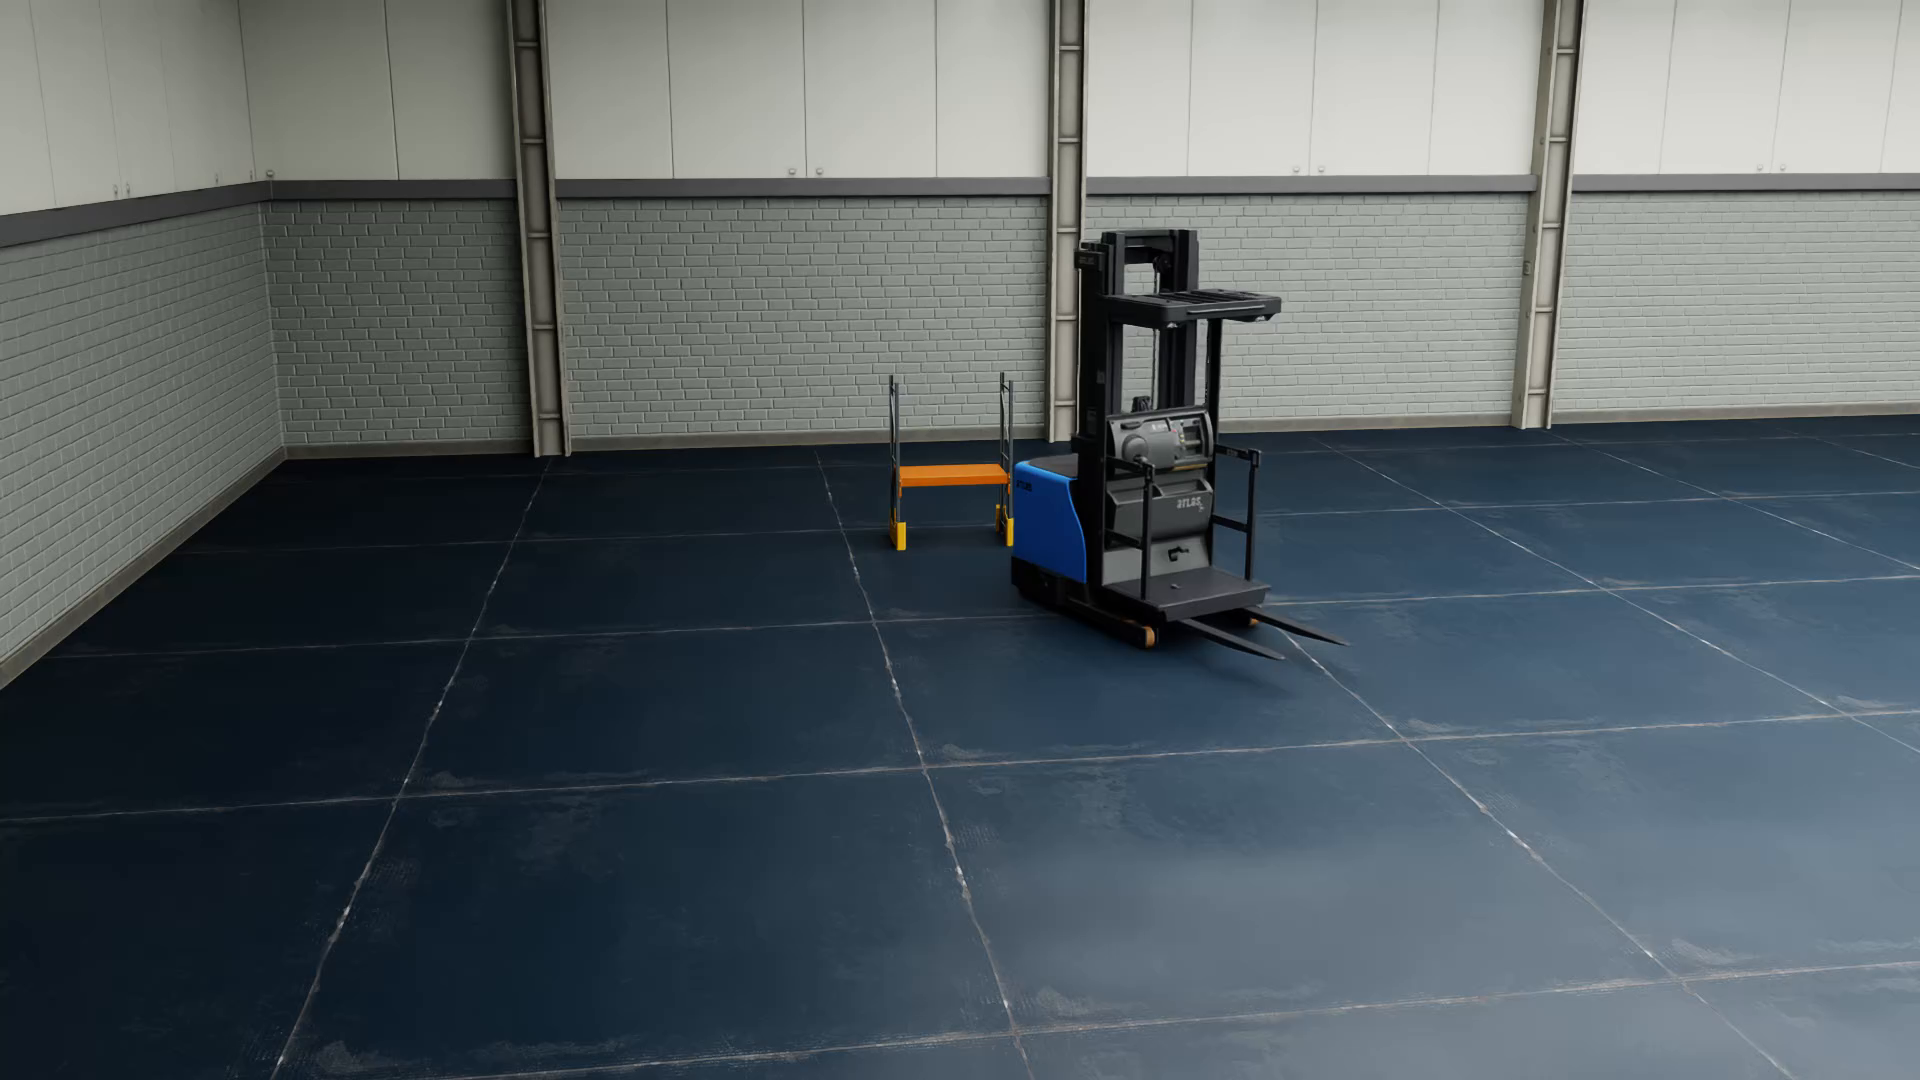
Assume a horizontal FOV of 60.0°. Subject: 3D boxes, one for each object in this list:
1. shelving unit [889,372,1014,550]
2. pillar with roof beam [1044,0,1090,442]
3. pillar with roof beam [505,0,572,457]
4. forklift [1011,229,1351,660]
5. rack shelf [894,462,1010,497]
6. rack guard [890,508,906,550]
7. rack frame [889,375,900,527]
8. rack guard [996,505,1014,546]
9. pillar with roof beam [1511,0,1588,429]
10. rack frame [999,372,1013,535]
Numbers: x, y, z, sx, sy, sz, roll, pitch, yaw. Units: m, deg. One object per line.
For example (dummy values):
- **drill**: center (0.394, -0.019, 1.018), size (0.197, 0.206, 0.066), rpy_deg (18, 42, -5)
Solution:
- **shelving unit**: center (-0.075, -0.725, 15.028), size (1.083, 1.500, 0.587), rpy_deg (-2, 14, -8)
- **pillar with roof beam**: center (1.881, -4.539, 14.821), size (0.400, 9.000, 9.100), rpy_deg (-2, 14, -8)
- **pillar with roof beam**: center (-4.052, -4.322, 13.954), size (0.400, 9.000, 9.100), rpy_deg (-2, 14, -8)
- **forklift**: center (1.619, -0.763, 12.238), size (1.130, 2.935, 3.031), rpy_deg (-9, 16, -31)
- **rack shelf**: center (-0.084, -0.550, 15.071), size (1.000, 0.185, 0.538), rpy_deg (-2, 14, -8)
- **rack guard**: center (-0.568, -0.100, 15.108), size (0.087, 0.250, 0.587), rpy_deg (-2, 14, -8)
- **rack frame**: center (-0.587, -0.706, 14.954), size (0.032, 1.500, 0.500), rpy_deg (-2, 14, -8)
- **rack guard**: center (0.417, -0.137, 15.252), size (0.087, 0.250, 0.587), rpy_deg (-2, 14, -8)
- **pillar with roof beam**: center (7.814, -4.756, 15.688), size (0.400, 9.000, 9.100), rpy_deg (-2, 14, -8)
- **rack frame**: center (0.418, -0.743, 15.101), size (0.032, 1.500, 0.500), rpy_deg (-2, 14, -8)
